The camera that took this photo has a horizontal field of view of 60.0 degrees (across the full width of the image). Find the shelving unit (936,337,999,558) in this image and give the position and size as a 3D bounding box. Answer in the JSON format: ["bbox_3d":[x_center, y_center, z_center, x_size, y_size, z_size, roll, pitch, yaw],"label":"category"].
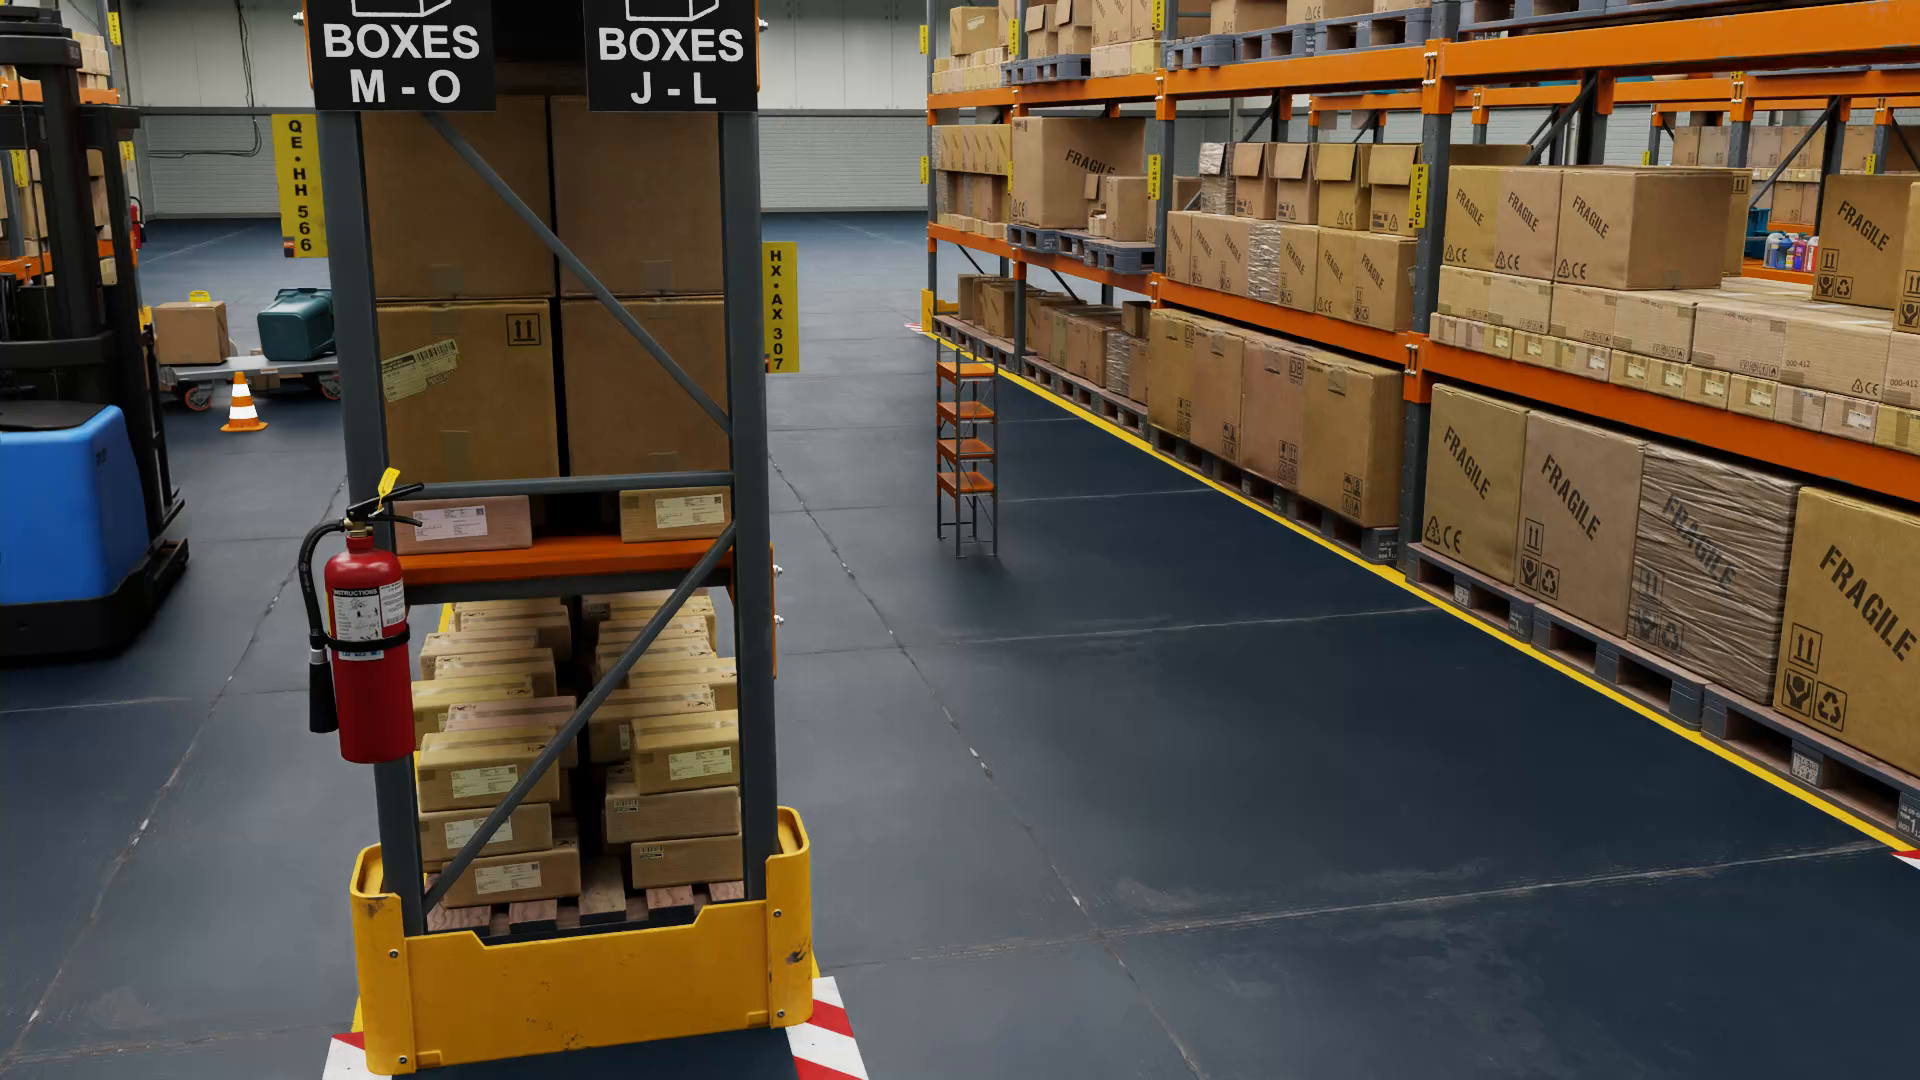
[{"bbox_3d":[0.039,-0.545,9.628,0.258,1.200,0.503,-3,14,-13],"label":"shelving unit"}]

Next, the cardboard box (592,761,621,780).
[{"bbox_3d":[-1.009,0.654,5.424,0.380,0.149,0.250,-3,14,-12],"label":"cardboard box"}]

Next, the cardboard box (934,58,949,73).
[{"bbox_3d":[-0.089,-5.510,19.315,0.380,0.149,0.250,-3,14,-12],"label":"cardboard box"}]

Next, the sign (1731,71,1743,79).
[{"bbox_3d":[6.265,-3.878,13.380,0.100,0.325,0.005,-3,14,-13],"label":"sign"}]

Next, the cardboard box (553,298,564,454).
[{"bbox_3d":[-1.454,-0.531,4.941,0.500,0.500,0.500,-4,14,-14],"label":"cardboard box"}]

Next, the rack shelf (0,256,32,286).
[{"bbox_3d":[-8.119,-1.787,12.439,1.077,0.370,4.000,-3,14,-13],"label":"rack shelf"}]

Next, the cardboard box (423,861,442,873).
[{"bbox_3d":[-1.468,0.888,5.093,0.380,0.149,0.250,-3,14,-11],"label":"cardboard box"}]

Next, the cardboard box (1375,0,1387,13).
[{"bbox_3d":[2.753,-3.181,9.610,0.500,0.311,0.500,-4,14,-15],"label":"cardboard box"}]

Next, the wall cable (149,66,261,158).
[{"bbox_3d":[-21.517,-12.113,47.088,3.097,2.526,0.112,-3,14,-13],"label":"wall cable"}]

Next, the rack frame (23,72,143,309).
[{"bbox_3d":[-9.528,-3.521,18.019,1.000,3.000,0.127,-3,14,-13],"label":"rack frame"}]

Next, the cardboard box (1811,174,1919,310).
[{"bbox_3d":[3.767,-1.179,6.540,0.500,0.500,0.500,-4,14,-15],"label":"cardboard box"}]

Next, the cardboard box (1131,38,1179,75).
[{"bbox_3d":[1.633,-3.708,12.780,0.500,0.250,0.500,-3,14,-13],"label":"cardboard box"}]

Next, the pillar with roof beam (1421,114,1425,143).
[{"bbox_3d":[7.142,-11.615,38.509,9.100,9.000,0.400,-3,14,-13],"label":"pillar with roof beam"}]

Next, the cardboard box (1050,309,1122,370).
[{"bbox_3d":[1.261,-1.896,15.708,0.700,0.500,0.500,-3,14,-14],"label":"cardboard box"}]

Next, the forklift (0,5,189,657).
[{"bbox_3d":[-4.774,-1.171,8.545,1.130,2.935,3.031,-4,14,-16],"label":"forklift"}]

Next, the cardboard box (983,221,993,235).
[{"bbox_3d":[0.462,-3.353,17.860,0.380,0.149,0.250,-3,14,-13],"label":"cardboard box"}]

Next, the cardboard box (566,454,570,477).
[{"bbox_3d":[-1.045,-0.274,5.257,0.380,0.149,0.250,-3,14,-11],"label":"cardboard box"}]

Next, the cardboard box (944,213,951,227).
[{"bbox_3d":[0.024,-3.755,19.506,0.380,0.149,0.250,-3,14,-13],"label":"cardboard box"}]

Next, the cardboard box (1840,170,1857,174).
[{"bbox_3d":[10.346,-4.174,19.112,0.380,0.149,0.250,-4,14,-14],"label":"cardboard box"}]

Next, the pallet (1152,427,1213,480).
[{"bbox_3d":[2.095,-0.687,12.295,1.003,0.211,1.213,-3,14,-13],"label":"pallet"}]

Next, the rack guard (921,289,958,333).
[{"bbox_3d":[0.122,-2.842,20.505,1.175,0.500,0.348,-3,14,-13],"label":"rack guard"}]

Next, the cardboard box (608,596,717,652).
[{"bbox_3d":[-1.104,0.320,6.164,0.380,0.149,0.250,-3,14,-12],"label":"cardboard box"}]

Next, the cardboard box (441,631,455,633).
[{"bbox_3d":[-1.776,0.441,6.298,0.380,0.149,0.250,-3,14,-13],"label":"cardboard box"}]

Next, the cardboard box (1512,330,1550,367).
[{"bbox_3d":[2.857,-0.914,7.879,0.380,0.149,0.250,-4,14,-15],"label":"cardboard box"}]

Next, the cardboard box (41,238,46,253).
[{"bbox_3d":[-8.553,-2.682,15.113,0.380,0.149,0.250,-3,14,-13],"label":"cardboard box"}]

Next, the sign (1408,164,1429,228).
[{"bbox_3d":[2.398,-1.797,8.688,0.100,0.325,0.005,-3,14,-13],"label":"sign"}]

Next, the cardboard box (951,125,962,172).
[{"bbox_3d":[0.198,-4.379,18.587,0.500,0.500,0.500,-3,14,-13],"label":"cardboard box"}]

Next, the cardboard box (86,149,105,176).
[{"bbox_3d":[-8.865,-3.865,16.483,0.700,0.500,0.500,-3,14,-14],"label":"cardboard box"}]

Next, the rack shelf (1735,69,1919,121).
[{"bbox_3d":[7.268,-3.150,11.697,1.077,0.370,4.000,-3,14,-13],"label":"rack shelf"}]

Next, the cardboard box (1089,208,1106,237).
[{"bbox_3d":[1.329,-2.736,14.205,0.396,0.266,0.258,-4,14,-15],"label":"cardboard box"}]

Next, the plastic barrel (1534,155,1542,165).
[{"bbox_3d":[5.655,-3.564,17.139,0.600,0.901,0.708,-3,14,-13],"label":"plastic barrel"}]

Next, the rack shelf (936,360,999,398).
[{"bbox_3d":[0.039,-0.926,9.535,0.258,0.148,0.480,-3,14,-13],"label":"rack shelf"}]

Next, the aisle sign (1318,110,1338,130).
[{"bbox_3d":[4.617,-5.613,21.102,0.394,0.787,0.004,-3,14,-13],"label":"aisle sign"}]

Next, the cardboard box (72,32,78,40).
[{"bbox_3d":[-9.051,-5.001,16.606,0.380,0.149,0.250,-3,14,-13],"label":"cardboard box"}]

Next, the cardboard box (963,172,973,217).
[{"bbox_3d":[0.517,-3.912,18.780,0.875,0.500,0.500,-3,14,-13],"label":"cardboard box"}]

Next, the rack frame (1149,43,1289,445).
[{"bbox_3d":[1.983,-2.228,12.726,1.000,3.000,0.127,-3,14,-13],"label":"rack frame"}]

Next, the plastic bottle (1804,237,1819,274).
[{"bbox_3d":[6.694,-2.219,12.951,0.152,0.276,0.135,-3,14,-13],"label":"plastic bottle"}]

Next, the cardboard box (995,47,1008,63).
[{"bbox_3d":[0.570,-4.907,16.848,0.380,0.149,0.250,-4,14,-16],"label":"cardboard box"}]

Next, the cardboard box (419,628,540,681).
[{"bbox_3d":[-1.657,0.419,5.761,0.380,0.149,0.250,-3,14,-11],"label":"cardboard box"}]

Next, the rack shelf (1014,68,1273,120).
[{"bbox_3d":[1.514,-3.797,14.344,1.077,0.370,4.000,-3,14,-13],"label":"rack shelf"}]

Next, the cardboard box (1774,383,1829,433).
[{"bbox_3d":[3.280,-0.500,6.182,0.380,0.149,0.250,-3,14,-12],"label":"cardboard box"}]

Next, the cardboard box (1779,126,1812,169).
[{"bbox_3d":[10.327,-4.715,19.961,0.700,0.500,0.500,-3,14,-13],"label":"cardboard box"}]

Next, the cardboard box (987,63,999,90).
[{"bbox_3d":[0.571,-4.747,17.031,0.500,0.250,0.500,-3,14,-12],"label":"cardboard box"}]

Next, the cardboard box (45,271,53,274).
[{"bbox_3d":[-8.558,-2.448,15.588,0.380,0.149,0.250,-3,14,-11],"label":"cardboard box"}]

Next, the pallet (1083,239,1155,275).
[{"bbox_3d":[1.712,-2.293,13.397,1.213,0.211,1.003,-3,14,-13],"label":"pallet"}]

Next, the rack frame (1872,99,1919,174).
[{"bbox_3d":[10.674,-3.702,18.759,1.000,3.000,0.127,-3,14,-13],"label":"rack frame"}]

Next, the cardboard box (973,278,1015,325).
[{"bbox_3d":[0.409,-2.782,19.377,0.500,0.500,0.500,0,14,2],"label":"cardboard box"}]

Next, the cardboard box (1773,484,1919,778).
[{"bbox_3d":[3.634,0.303,5.960,0.875,0.875,0.875,-3,14,-13],"label":"cardboard box"}]

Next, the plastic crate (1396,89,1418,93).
[{"bbox_3d":[5.088,-5.104,18.731,0.243,0.136,0.396,-3,14,-13],"label":"plastic crate"}]

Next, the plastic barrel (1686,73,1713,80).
[{"bbox_3d":[6.662,-4.522,14.891,0.600,0.830,0.708,-3,14,-13],"label":"plastic barrel"}]

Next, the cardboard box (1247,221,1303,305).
[{"bbox_3d":[2.196,-1.797,10.751,0.500,0.500,0.500,-3,14,-13],"label":"cardboard box"}]

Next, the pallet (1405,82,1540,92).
[{"bbox_3d":[5.594,-4.953,17.958,1.213,0.211,1.003,-3,14,-13],"label":"pallet"}]

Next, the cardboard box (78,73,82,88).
[{"bbox_3d":[-9.058,-4.609,16.679,0.380,0.149,0.250,-3,14,-13],"label":"cardboard box"}]

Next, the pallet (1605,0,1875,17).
[{"bbox_3d":[3.388,-2.249,6.679,1.003,0.211,1.213,-3,14,-13],"label":"pallet"}]

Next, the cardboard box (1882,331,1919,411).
[{"bbox_3d":[3.490,-0.551,5.551,0.500,0.250,0.500,-4,14,-14],"label":"cardboard box"}]

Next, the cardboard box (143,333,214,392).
[{"bbox_3d":[-7.518,-1.708,15.860,0.500,0.500,0.500,7,15,26],"label":"cardboard box"}]

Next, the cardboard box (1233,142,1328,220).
[{"bbox_3d":[2.290,-2.444,11.285,0.797,0.503,0.637,-3,14,-12],"label":"cardboard box"}]
